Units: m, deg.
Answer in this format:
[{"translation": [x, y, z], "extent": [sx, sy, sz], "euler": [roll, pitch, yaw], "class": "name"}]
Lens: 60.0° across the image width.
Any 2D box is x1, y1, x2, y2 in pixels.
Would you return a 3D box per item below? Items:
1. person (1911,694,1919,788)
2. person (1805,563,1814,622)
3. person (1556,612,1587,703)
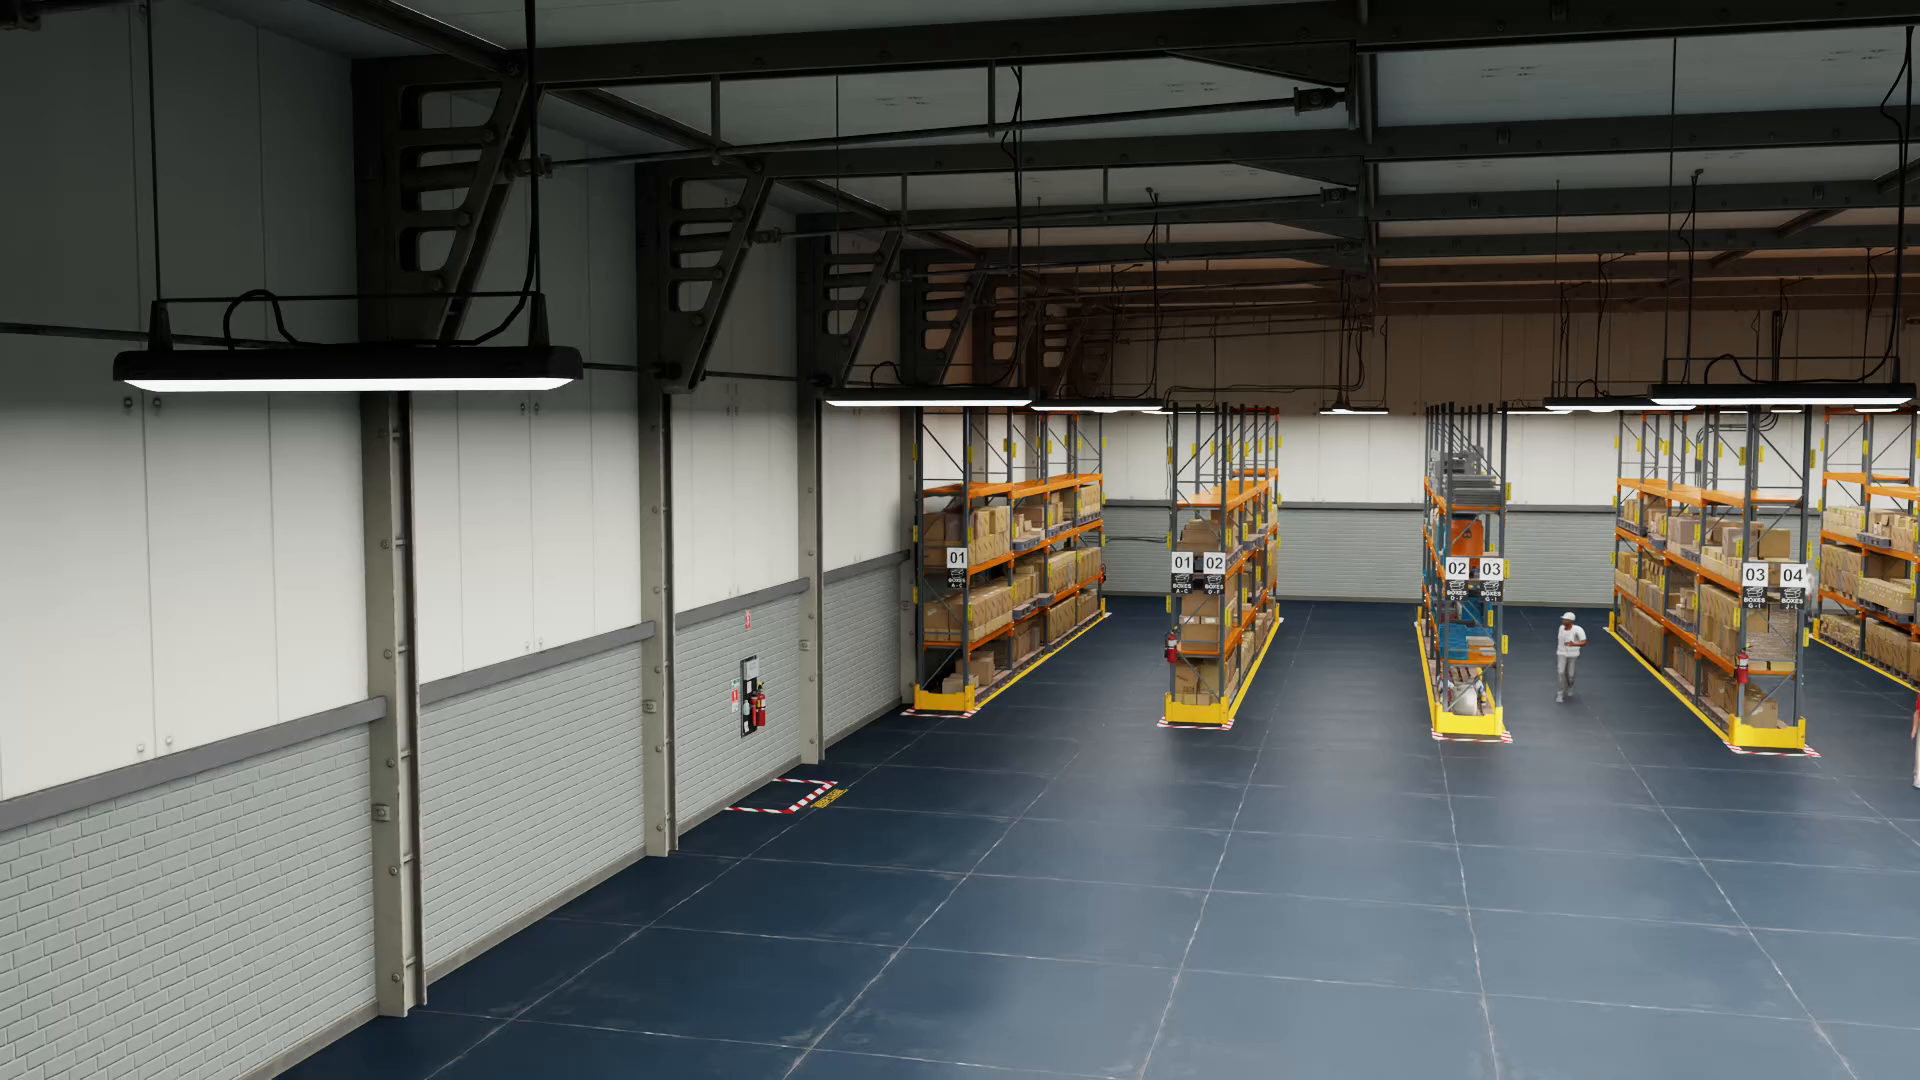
[{"translation": [14.983, 2.967, 25.594], "extent": [0.407, 1.727, 0.629], "euler": [-4, 6, -45], "class": "person"}, {"translation": [23.174, 1.489, 45.665], "extent": [0.546, 1.734, 0.998], "euler": [4, 6, 41], "class": "person"}, {"translation": [12.375, 2.360, 33.667], "extent": [0.559, 1.807, 0.844], "euler": [1, 4, 19], "class": "person"}]
